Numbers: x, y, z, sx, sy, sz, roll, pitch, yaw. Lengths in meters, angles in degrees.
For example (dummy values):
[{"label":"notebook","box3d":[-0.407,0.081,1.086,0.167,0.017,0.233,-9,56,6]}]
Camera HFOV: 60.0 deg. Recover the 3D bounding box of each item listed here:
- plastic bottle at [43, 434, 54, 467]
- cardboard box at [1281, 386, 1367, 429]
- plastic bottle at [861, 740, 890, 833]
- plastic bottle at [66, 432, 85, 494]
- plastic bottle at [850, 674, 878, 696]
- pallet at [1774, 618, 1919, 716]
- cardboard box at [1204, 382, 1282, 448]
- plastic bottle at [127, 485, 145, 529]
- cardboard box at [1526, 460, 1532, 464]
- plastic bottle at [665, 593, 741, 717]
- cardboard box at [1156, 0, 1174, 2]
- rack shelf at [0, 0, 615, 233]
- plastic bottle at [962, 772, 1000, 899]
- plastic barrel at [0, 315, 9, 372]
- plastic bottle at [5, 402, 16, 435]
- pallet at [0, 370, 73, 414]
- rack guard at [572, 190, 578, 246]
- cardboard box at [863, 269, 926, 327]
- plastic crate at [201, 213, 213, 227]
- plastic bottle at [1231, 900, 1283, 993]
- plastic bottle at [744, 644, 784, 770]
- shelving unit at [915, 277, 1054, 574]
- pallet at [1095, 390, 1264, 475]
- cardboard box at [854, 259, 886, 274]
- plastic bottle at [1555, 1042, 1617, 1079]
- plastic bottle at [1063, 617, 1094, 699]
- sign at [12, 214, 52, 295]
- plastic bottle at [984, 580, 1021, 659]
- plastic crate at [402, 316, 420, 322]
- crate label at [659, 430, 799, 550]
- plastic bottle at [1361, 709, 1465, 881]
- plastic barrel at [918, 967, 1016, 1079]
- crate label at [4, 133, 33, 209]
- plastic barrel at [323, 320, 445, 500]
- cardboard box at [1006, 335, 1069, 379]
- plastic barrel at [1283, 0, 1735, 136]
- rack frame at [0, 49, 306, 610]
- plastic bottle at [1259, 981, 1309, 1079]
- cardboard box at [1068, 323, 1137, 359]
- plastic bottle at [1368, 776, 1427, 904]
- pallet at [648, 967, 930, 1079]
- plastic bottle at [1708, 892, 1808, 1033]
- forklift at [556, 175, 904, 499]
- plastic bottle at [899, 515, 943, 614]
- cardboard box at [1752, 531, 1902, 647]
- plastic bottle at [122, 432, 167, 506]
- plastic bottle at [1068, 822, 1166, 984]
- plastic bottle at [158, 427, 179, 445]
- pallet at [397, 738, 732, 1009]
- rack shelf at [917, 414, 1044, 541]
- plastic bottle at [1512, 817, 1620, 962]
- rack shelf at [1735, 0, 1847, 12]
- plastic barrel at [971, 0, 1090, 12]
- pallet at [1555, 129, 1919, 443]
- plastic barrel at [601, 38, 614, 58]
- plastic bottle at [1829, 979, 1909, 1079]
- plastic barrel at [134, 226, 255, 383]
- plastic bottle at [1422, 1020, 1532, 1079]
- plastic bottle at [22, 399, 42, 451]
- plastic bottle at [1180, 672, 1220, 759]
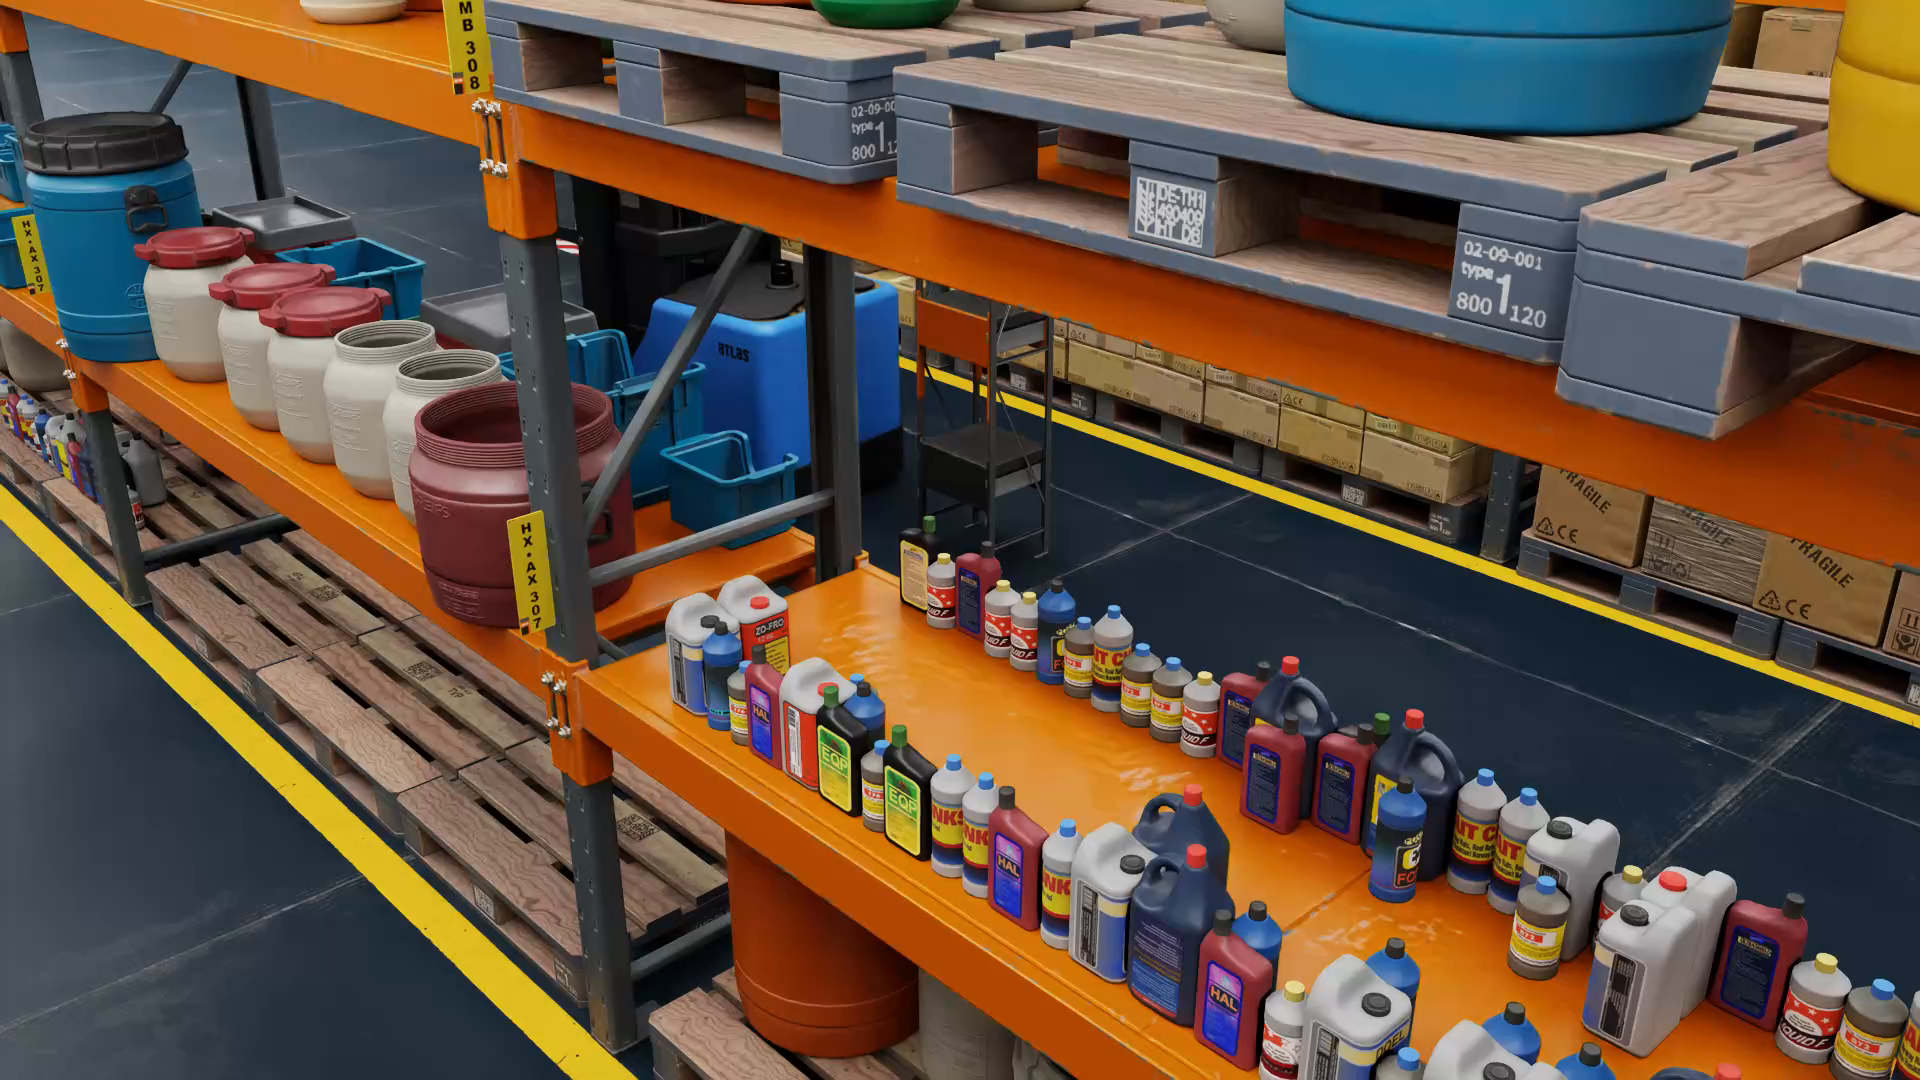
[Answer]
[{"label":"plastic bottle","box3d":[-4.643,-0.484,8.539,0.097,0.201,0.097,0,25,0]},{"label":"cardboard box","box3d":[2.023,-0.841,8.611,0.500,0.311,0.500,-22,32,-39]},{"label":"plastic bottle","box3d":[-0.171,0.539,3.693,0.097,0.201,0.097,0,25,0]},{"label":"plastic bottle","box3d":[-4.355,-0.383,8.218,0.061,0.283,0.133,-19,30,-35]},{"label":"plastic bottle","box3d":[-0.243,0.415,3.966,0.097,0.201,0.097,0,25,0]},{"label":"pallet","box3d":[4.233,0.474,6.958,1.003,0.211,1.213,-21,32,-38]},{"label":"cardboard box","box3d":[1.687,-0.740,9.065,0.500,0.250,0.500,-20,31,-37]},{"label":"plastic bottle","box3d":[-3.907,-0.158,7.824,0.097,0.201,0.097,0,25,0]},{"label":"cardboard box","box3d":[2.777,-0.584,8.722,0.500,0.250,0.500,-21,32,-39]},{"label":"plastic bottle","box3d":[-0.638,0.282,4.168,0.152,0.276,0.135,-21,32,-38]},{"label":"cardboard box","box3d":[1.852,-4.973,14.790,0.500,0.500,0.500,23,33,40]},{"label":"rack shelf","box3d":[-2.064,-1.641,5.485,1.077,0.370,4.000,-21,32,-38]},{"label":"plastic bottle","box3d":[0.053,0.607,3.461,0.097,0.271,0.097,0,25,0]},{"label":"plastic barrel","box3d":[-5.660,-1.303,9.983,0.421,0.512,0.421,0,25,0]},{"label":"plastic bottle","box3d":[-5.083,-0.679,8.966,0.097,0.201,0.097,0,25,0]},{"label":"pallet","box3d":[-5.528,-0.895,9.958,1.003,0.211,1.213,-21,32,-38]},{"label":"rack guard","box3d":[-2.563,-2.695,13.556,1.175,0.500,0.348,-21,32,-38]},{"label":"cardboard box","box3d":[-0.289,-1.632,11.020,0.500,0.250,0.500,-21,32,-38]},{"label":"plastic crate","box3d":[-3.696,-1.376,7.727,0.767,0.338,0.504,-21,32,-38]},{"label":"plastic bottle","box3d":[0.540,0.786,3.069,0.097,0.271,0.097,0,25,0]},{"label":"plastic bottle","box3d":[-0.446,0.391,3.920,0.061,0.283,0.133,-21,32,-38]},{"label":"shelving unit","box3d":[0.113,-0.905,7.704,0.431,2.100,0.503,-21,32,-38]},{"label":"pallet","box3d":[1.557,-0.763,9.668,1.003,0.211,1.213,-21,32,-38]},{"label":"cardboard box","box3d":[-0.623,-2.128,11.204,0.500,0.500,0.500,-21,32,-38]},{"label":"plastic bottle","box3d":[1.015,0.941,2.729,0.097,0.271,0.097,0,25,0]},{"label":"plastic bottle","box3d":[0.313,0.293,4.233,0.097,0.201,0.097,0,25,0]},{"label":"sign","box3d":[-3.840,-1.183,6.895,0.100,0.325,0.005,-21,32,-38]},{"label":"plastic bottle","box3d":[0.114,0.204,4.427,0.097,0.201,0.097,0,25,0]},{"label":"plastic crate","box3d":[-2.035,-0.665,6.350,0.450,0.188,0.662,-21,32,-38]},{"label":"crate label","box3d":[-0.712,-0.155,5.178,0.303,0.233,0.416,-21,32,-38]},{"label":"plastic bottle","box3d":[0.968,0.529,3.535,0.144,0.351,0.185,-21,32,-38]},{"label":"plastic barrel","box3d":[0.101,1.232,4.426,0.421,0.512,0.421,0,25,0]},{"label":"crate label","box3d":[-4.710,-1.956,8.882,0.502,0.435,0.616,-21,32,-38]},{"label":"plastic barrel","box3d":[-1.844,-0.427,5.437,0.421,0.512,0.421,0,25,0]},{"label":"cardboard box","box3d":[0.630,-1.206,10.086,0.500,0.250,0.500,-20,31,-37]},{"label":"plastic barrel","box3d":[0.758,-1.043,2.199,0.600,0.901,0.708,-21,32,-38]},{"label":"rack frame","box3d":[-3.431,-1.209,7.287,1.000,3.000,0.127,-21,32,-38]},{"label":"plastic bottle","box3d":[0.587,0.875,2.957,0.097,0.201,0.097,0,25,0]},{"label":"cardboard box","box3d":[0.981,-1.303,9.624,0.500,0.311,0.500,23,33,40]},{"label":"plastic bottle","box3d":[0.909,0.613,3.448,0.097,0.271,0.097,0,25,0]},{"label":"pallet","box3d":[-0.128,1.498,4.712,1.003,0.211,1.213,-21,32,-38]},{"label":"plastic bottle","box3d":[1.490,0.766,3.097,0.061,0.283,0.133,-21,32,-38]},{"label":"forklift","box3d":[-1.764,-1.904,8.893,3.031,2.935,1.130,19,30,35]},{"label":"plastic bottle","box3d":[-0.109,0.057,4.651,0.061,0.283,0.133,-21,32,-38]},{"label":"cardboard box","box3d":[3.725,0.065,6.975,0.500,0.500,0.500,-22,32,-39]},{"label":"plastic bottle","box3d":[-3.977,-0.359,8.083,0.144,0.351,0.185,-21,32,-38]},{"label":"plastic bottle","box3d":[0.310,0.702,3.247,0.152,0.276,0.135,-21,32,-38]},{"label":"plastic bottle","box3d":[-4.191,-0.669,8.854,0.152,0.276,0.135,-21,32,-38]},{"label":"pallet","box3d":[-1.198,1.025,5.748,1.003,0.211,1.213,-21,32,-38]},{"label":"rack shelf","box3d":[0.113,-0.256,8.000,0.431,0.518,0.480,-21,32,-38]},{"label":"plastic bottle","box3d":[1.207,0.672,3.313,0.152,0.276,0.135,-21,32,-38]},{"label":"rack shelf","box3d":[4.288,-1.833,5.907,1.077,0.370,4.000,-21,32,-38]},{"label":"plastic barrel","box3d":[0.143,-1.207,3.328,0.301,0.262,0.301,0,25,0]},{"label":"pallet","box3d":[1.430,-0.274,1.850,1.213,0.211,1.003,-21,32,-38]},{"label":"plastic barrel","box3d":[-0.903,-1.352,4.172,0.294,0.245,0.294,0,25,0]},{"label":"plastic bottle","box3d":[1.622,0.873,2.961,0.097,0.201,0.097,0,25,0]},{"label":"plastic barrel","box3d":[-2.937,-0.919,6.487,0.433,0.535,0.433,0,25,0]},{"label":"plastic bottle","box3d":[0.845,0.939,2.727,0.152,0.276,0.135,-21,32,-38]},{"label":"plastic bottle","box3d":[-4.851,-0.608,8.726,0.097,0.271,0.097,0,25,0]},{"label":"plastic bottle","box3d":[0.580,0.411,3.975,0.097,0.201,0.097,0,25,0]}]
